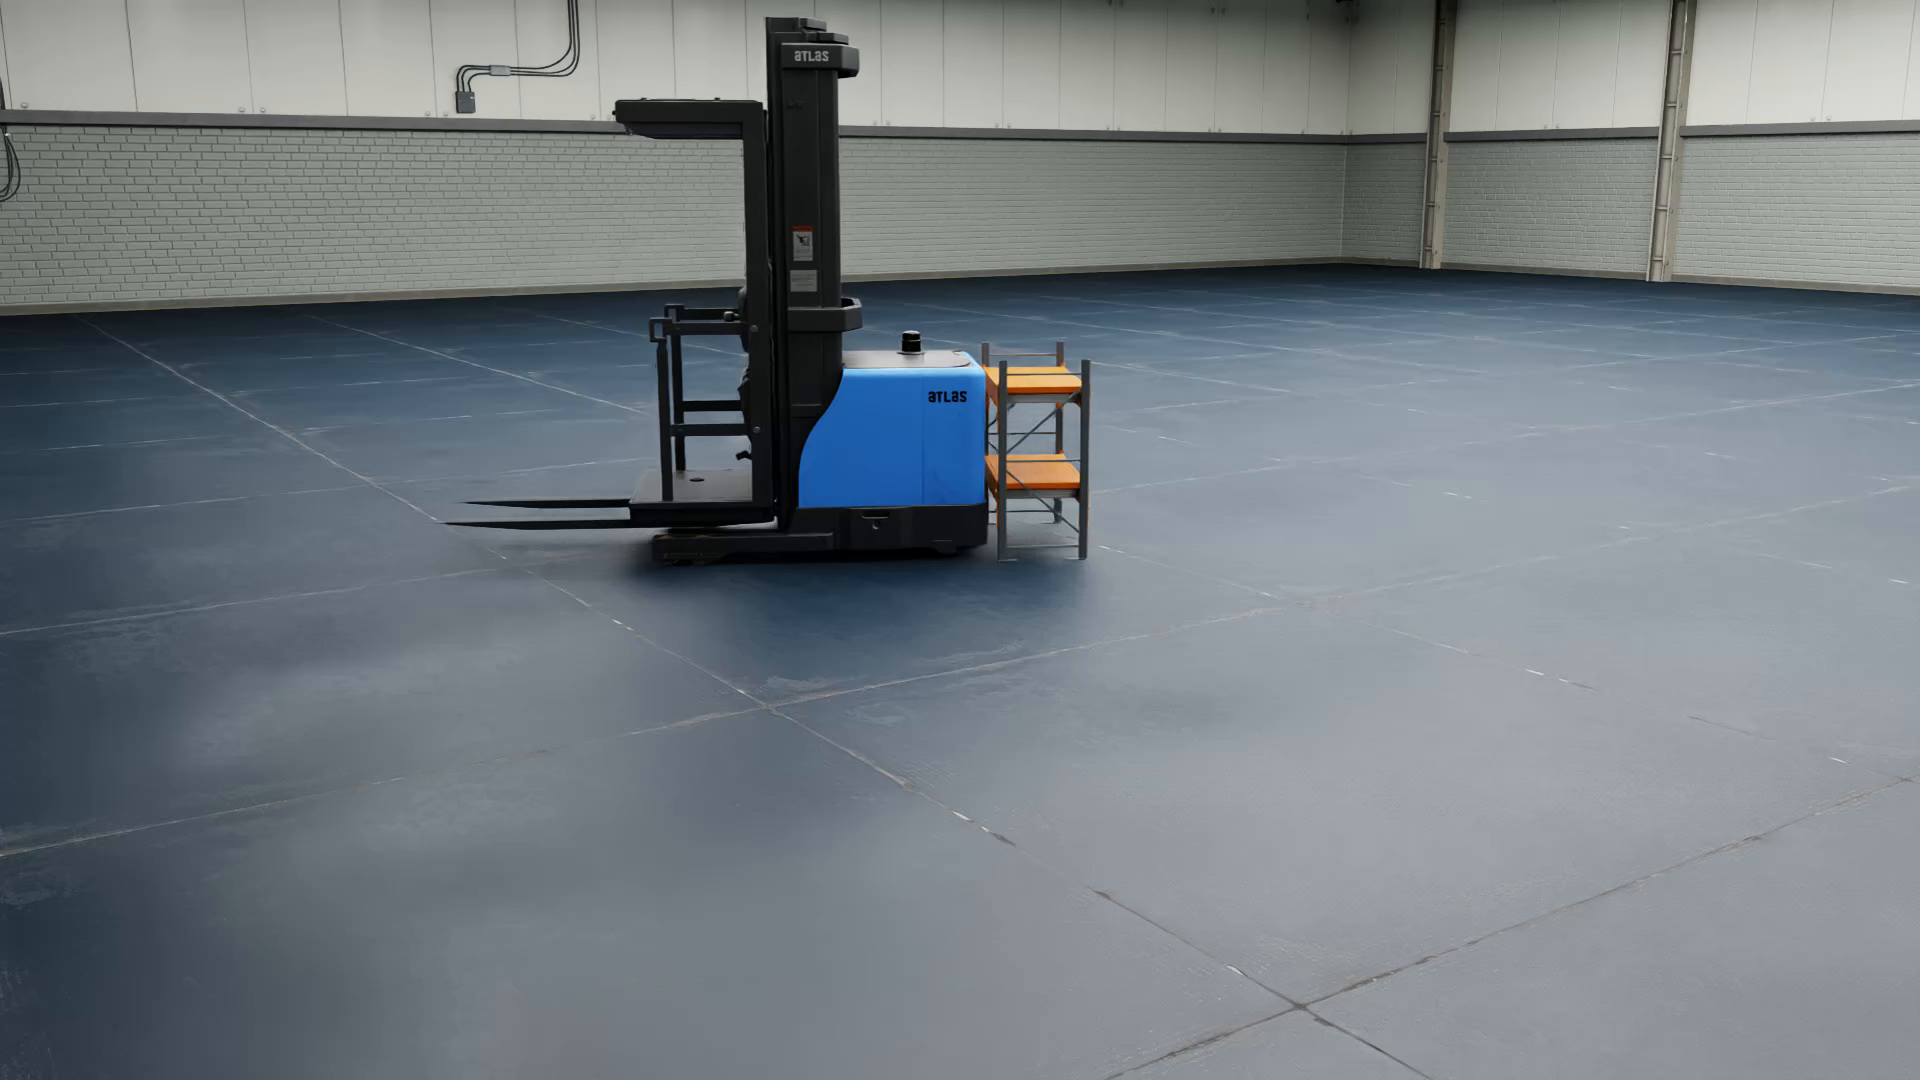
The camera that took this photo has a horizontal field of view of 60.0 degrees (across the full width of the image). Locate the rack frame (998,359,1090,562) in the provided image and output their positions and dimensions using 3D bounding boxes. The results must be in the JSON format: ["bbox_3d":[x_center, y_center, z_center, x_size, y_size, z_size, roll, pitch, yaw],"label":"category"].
[{"bbox_3d":[0.464,-0.435,9.220,0.500,1.125,0.032,-1,12,-4],"label":"rack frame"}]

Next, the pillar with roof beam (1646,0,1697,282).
[{"bbox_3d":[10.793,-9.211,30.918,9.100,9.000,0.400,-8,15,-33],"label":"pillar with roof beam"}]

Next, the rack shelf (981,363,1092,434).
[{"bbox_3d":[0.423,-0.830,9.652,0.538,0.278,1.000,-1,12,-4],"label":"rack shelf"}]

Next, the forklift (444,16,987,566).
[{"bbox_3d":[-1.393,-1.408,9.440,3.031,2.935,1.130,-1,12,-5],"label":"forklift"}]

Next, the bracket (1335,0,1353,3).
[{"bbox_3d":[9.214,-12.999,39.816,0.235,0.232,0.430,-8,15,-33],"label":"bracket"}]

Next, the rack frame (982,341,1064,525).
[{"bbox_3d":[0.383,-0.652,10.210,0.500,1.125,0.032,-1,12,-4],"label":"rack frame"}]

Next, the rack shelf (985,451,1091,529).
[{"bbox_3d":[0.423,-0.305,9.767,0.538,0.278,1.000,-1,12,-4],"label":"rack shelf"}]

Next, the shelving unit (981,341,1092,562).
[{"bbox_3d":[0.423,-0.544,9.715,0.538,1.125,1.048,-1,12,-4],"label":"shelving unit"}]

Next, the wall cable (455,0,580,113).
[{"bbox_3d":[-7.790,-10.522,28.952,2.305,6.003,0.169,-8,15,-33],"label":"wall cable"}]

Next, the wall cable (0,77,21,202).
[{"bbox_3d":[-15.702,-6.223,24.522,3.097,2.526,0.112,-8,15,-33],"label":"wall cable"}]

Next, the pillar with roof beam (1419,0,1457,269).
[{"bbox_3d":[7.469,-10.278,35.798,9.100,9.000,0.548,-8,15,-33],"label":"pillar with roof beam"}]
